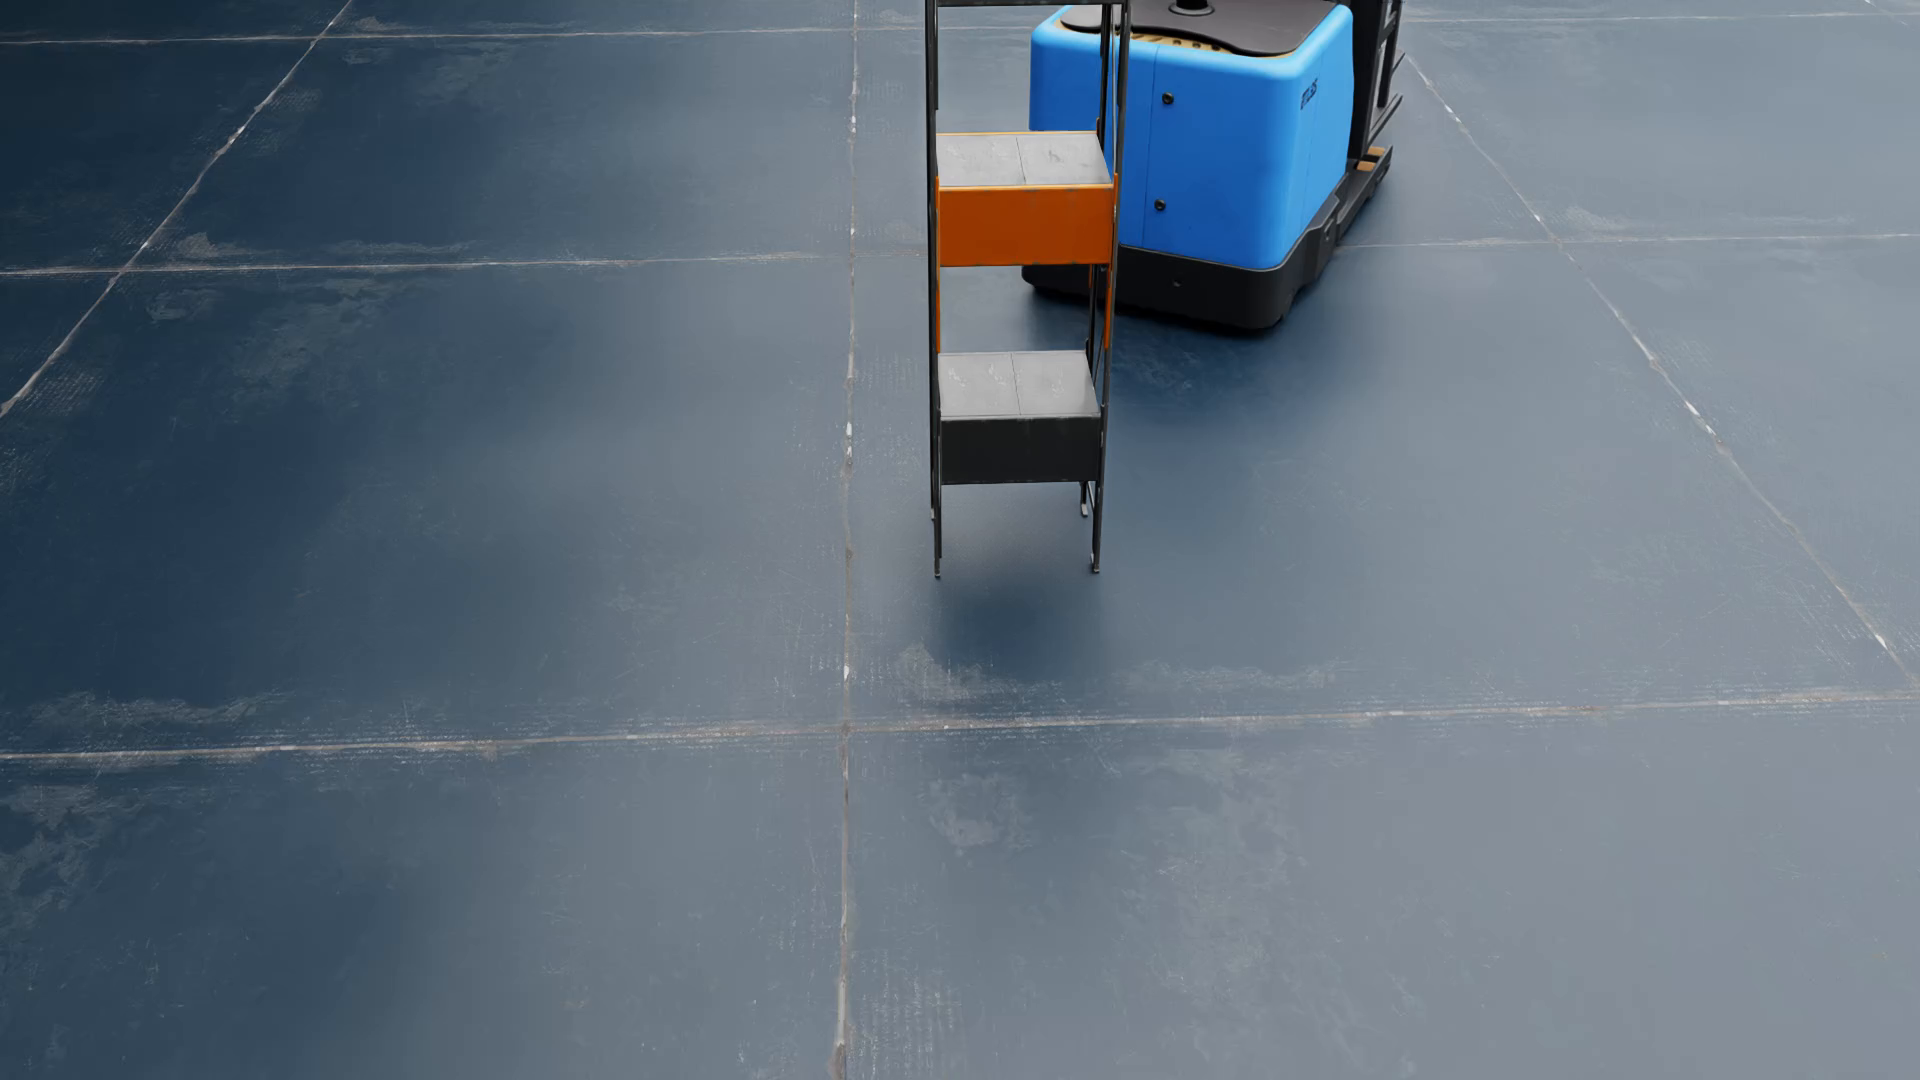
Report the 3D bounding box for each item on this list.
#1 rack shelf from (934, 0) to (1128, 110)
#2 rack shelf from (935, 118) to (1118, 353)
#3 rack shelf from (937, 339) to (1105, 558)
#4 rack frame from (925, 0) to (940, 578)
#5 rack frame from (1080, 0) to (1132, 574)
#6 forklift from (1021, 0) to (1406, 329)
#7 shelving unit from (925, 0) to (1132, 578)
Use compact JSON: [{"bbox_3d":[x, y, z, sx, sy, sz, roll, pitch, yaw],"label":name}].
[{"bbox_3d":[0.165,-1.432,4.268,0.480,0.518,0.431,-2,35,-2],"label":"rack shelf"},{"bbox_3d":[0.165,-0.857,4.667,0.480,0.518,0.431,-2,35,-2],"label":"rack shelf"},{"bbox_3d":[0.165,-0.281,5.065,0.480,0.518,0.431,-2,35,-2],"label":"rack shelf"},{"bbox_3d":[-0.078,-0.861,4.649,0.015,2.100,0.400,-2,35,-2],"label":"rack frame"},{"bbox_3d":[0.409,-0.874,4.668,0.015,2.100,0.400,-2,35,-2],"label":"rack frame"},{"bbox_3d":[1.324,-2.830,6.764,1.130,2.935,3.031,15,37,20],"label":"forklift"},{"bbox_3d":[0.165,-0.868,4.659,0.503,2.100,0.431,-2,35,-2],"label":"shelving unit"}]
